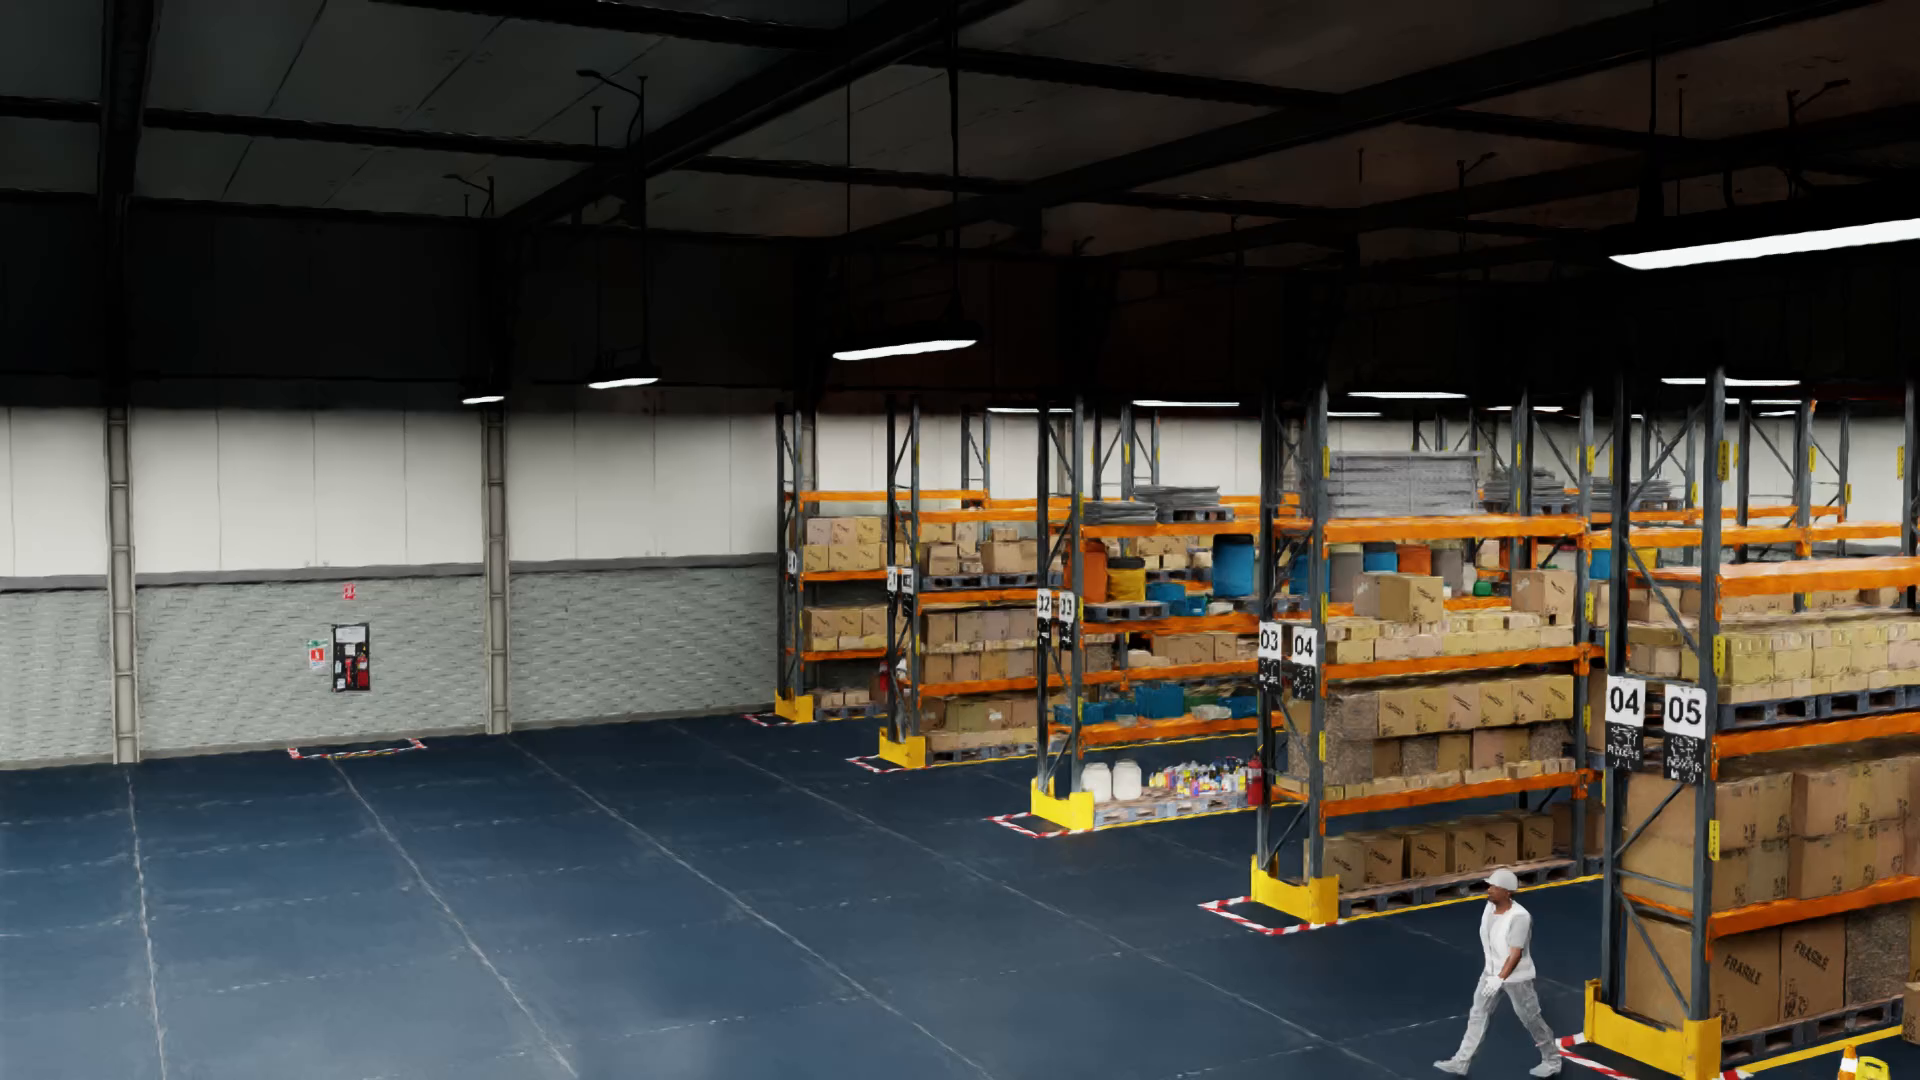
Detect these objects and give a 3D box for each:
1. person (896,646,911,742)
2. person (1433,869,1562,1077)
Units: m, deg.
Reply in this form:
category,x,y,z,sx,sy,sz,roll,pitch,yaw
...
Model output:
category,x,y,z,sx,sy,sz,roll,pitch,yaw
person,-0.879,2.672,29.073,0.422,1.677,0.502,2,4,30
person,4.408,3.524,13.508,1.037,1.722,0.554,-1,3,-18
